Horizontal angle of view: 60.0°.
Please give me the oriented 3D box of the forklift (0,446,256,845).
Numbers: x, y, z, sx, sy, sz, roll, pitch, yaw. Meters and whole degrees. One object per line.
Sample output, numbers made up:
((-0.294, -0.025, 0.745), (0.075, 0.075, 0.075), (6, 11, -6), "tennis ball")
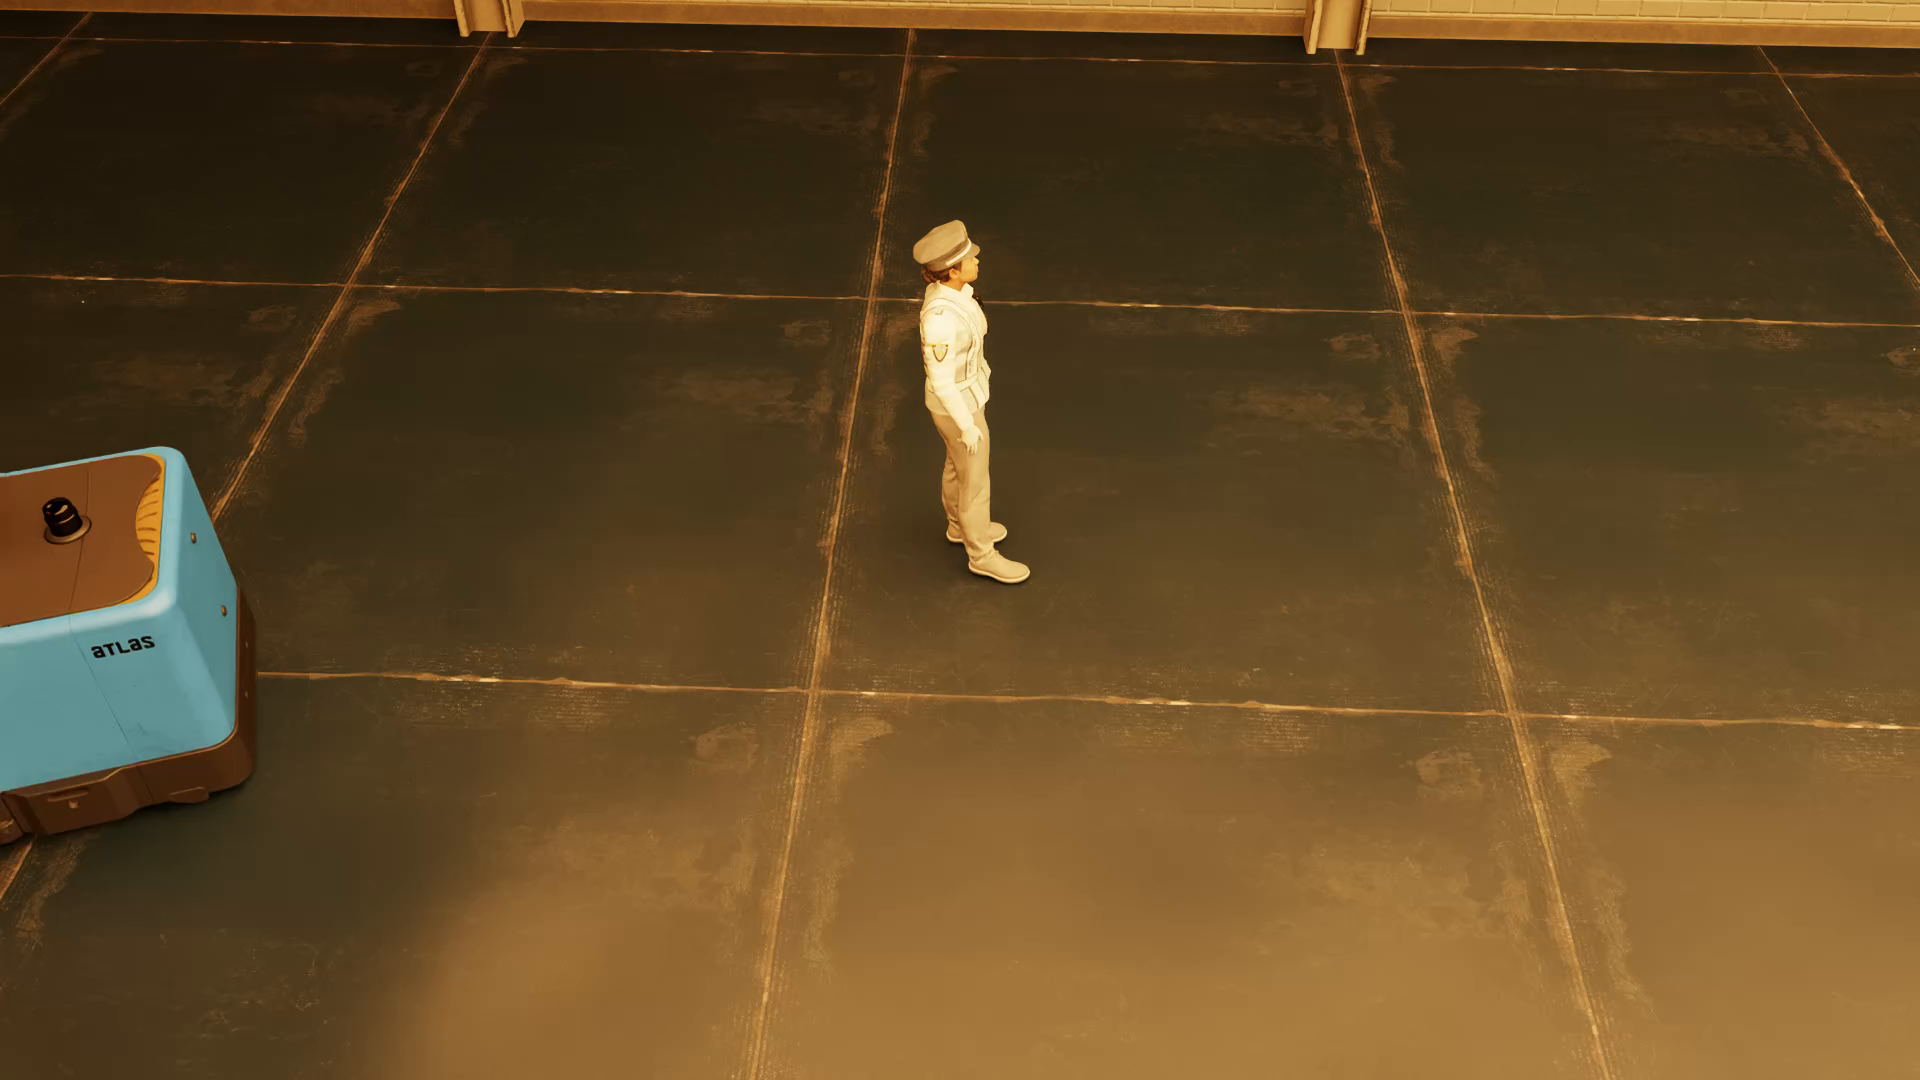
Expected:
((-4.457, -0.083, 5.834), (3.031, 2.935, 1.130), (-12, 44, -13), "forklift")

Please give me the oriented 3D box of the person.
((0.068, -0.624, 7.332), (0.530, 1.694, 0.586), (2, 42, 2), "person")
